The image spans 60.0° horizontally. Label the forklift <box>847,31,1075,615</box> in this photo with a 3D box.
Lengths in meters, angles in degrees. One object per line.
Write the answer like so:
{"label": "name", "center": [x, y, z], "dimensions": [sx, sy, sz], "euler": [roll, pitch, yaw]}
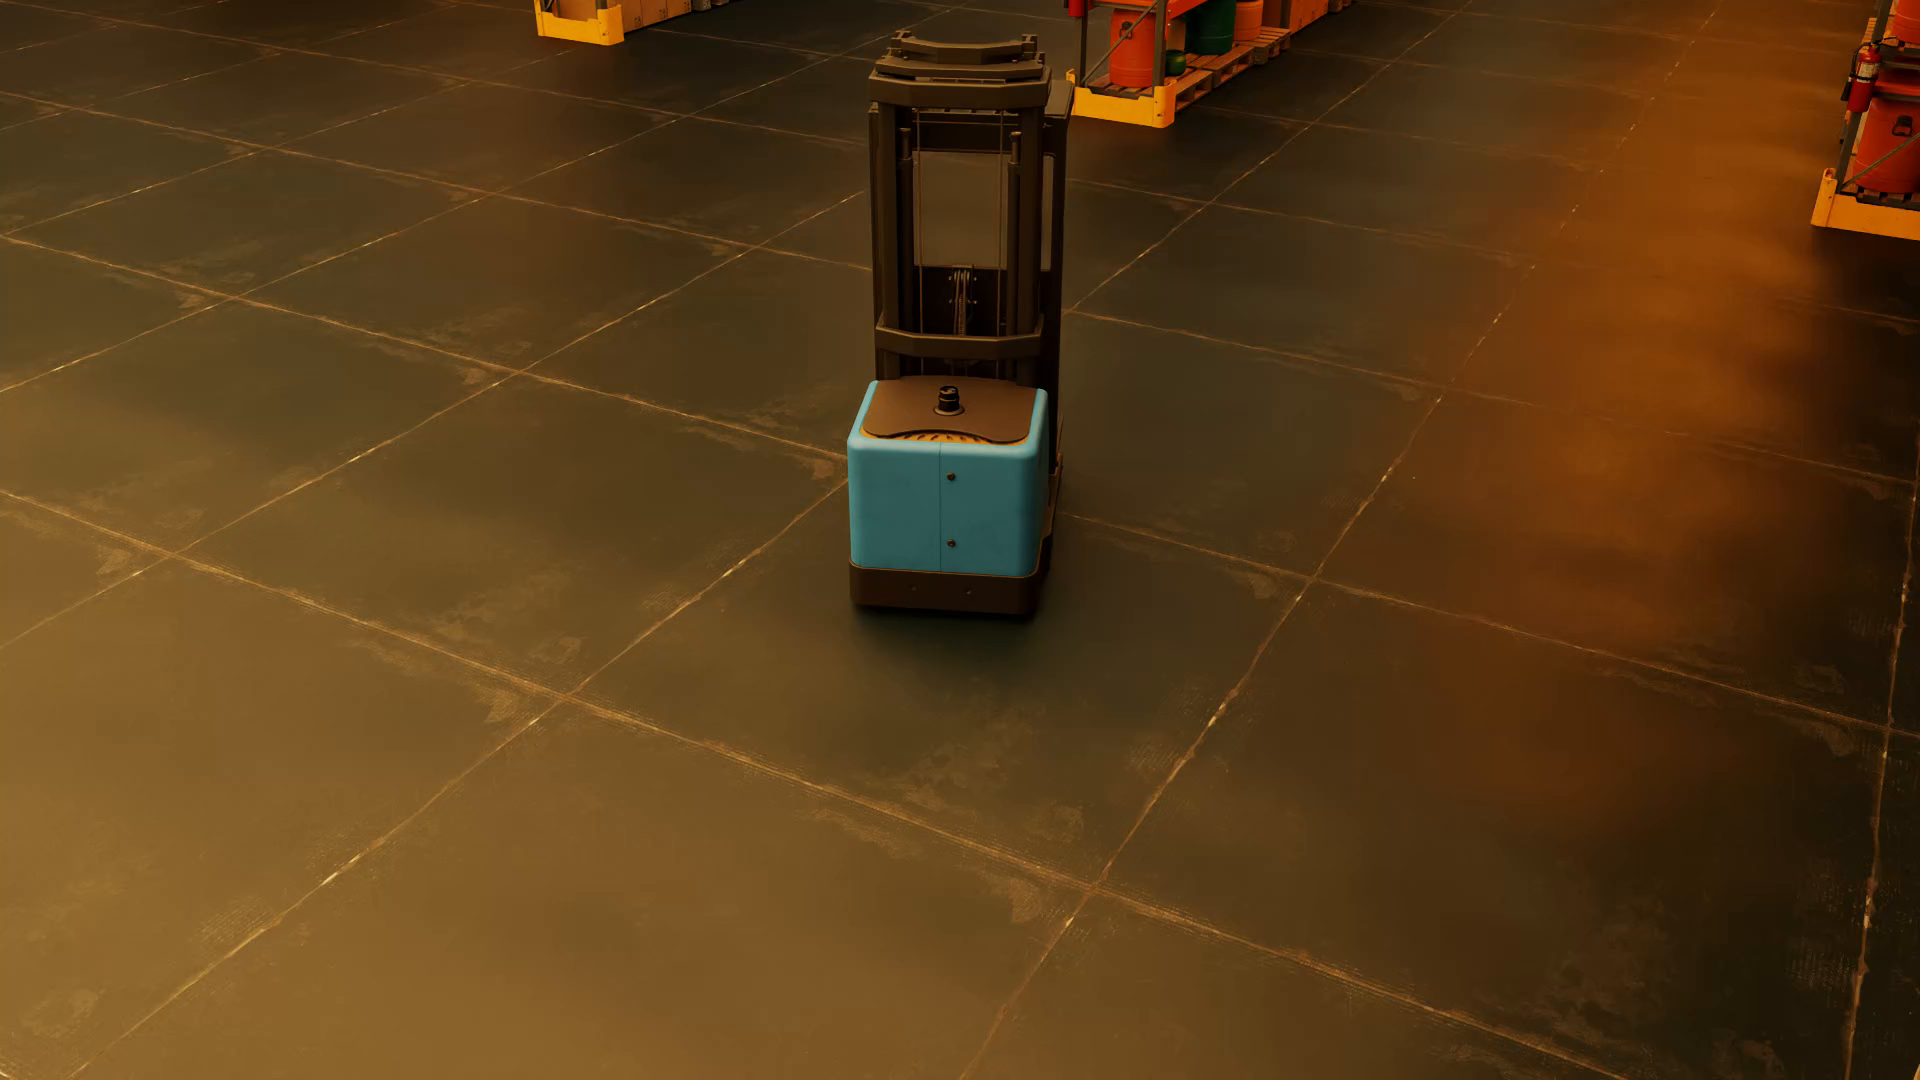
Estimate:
{"label": "forklift", "center": [0.072, -1.572, 9.794], "dimensions": [1.130, 2.935, 3.031], "euler": [3, 30, 6]}
